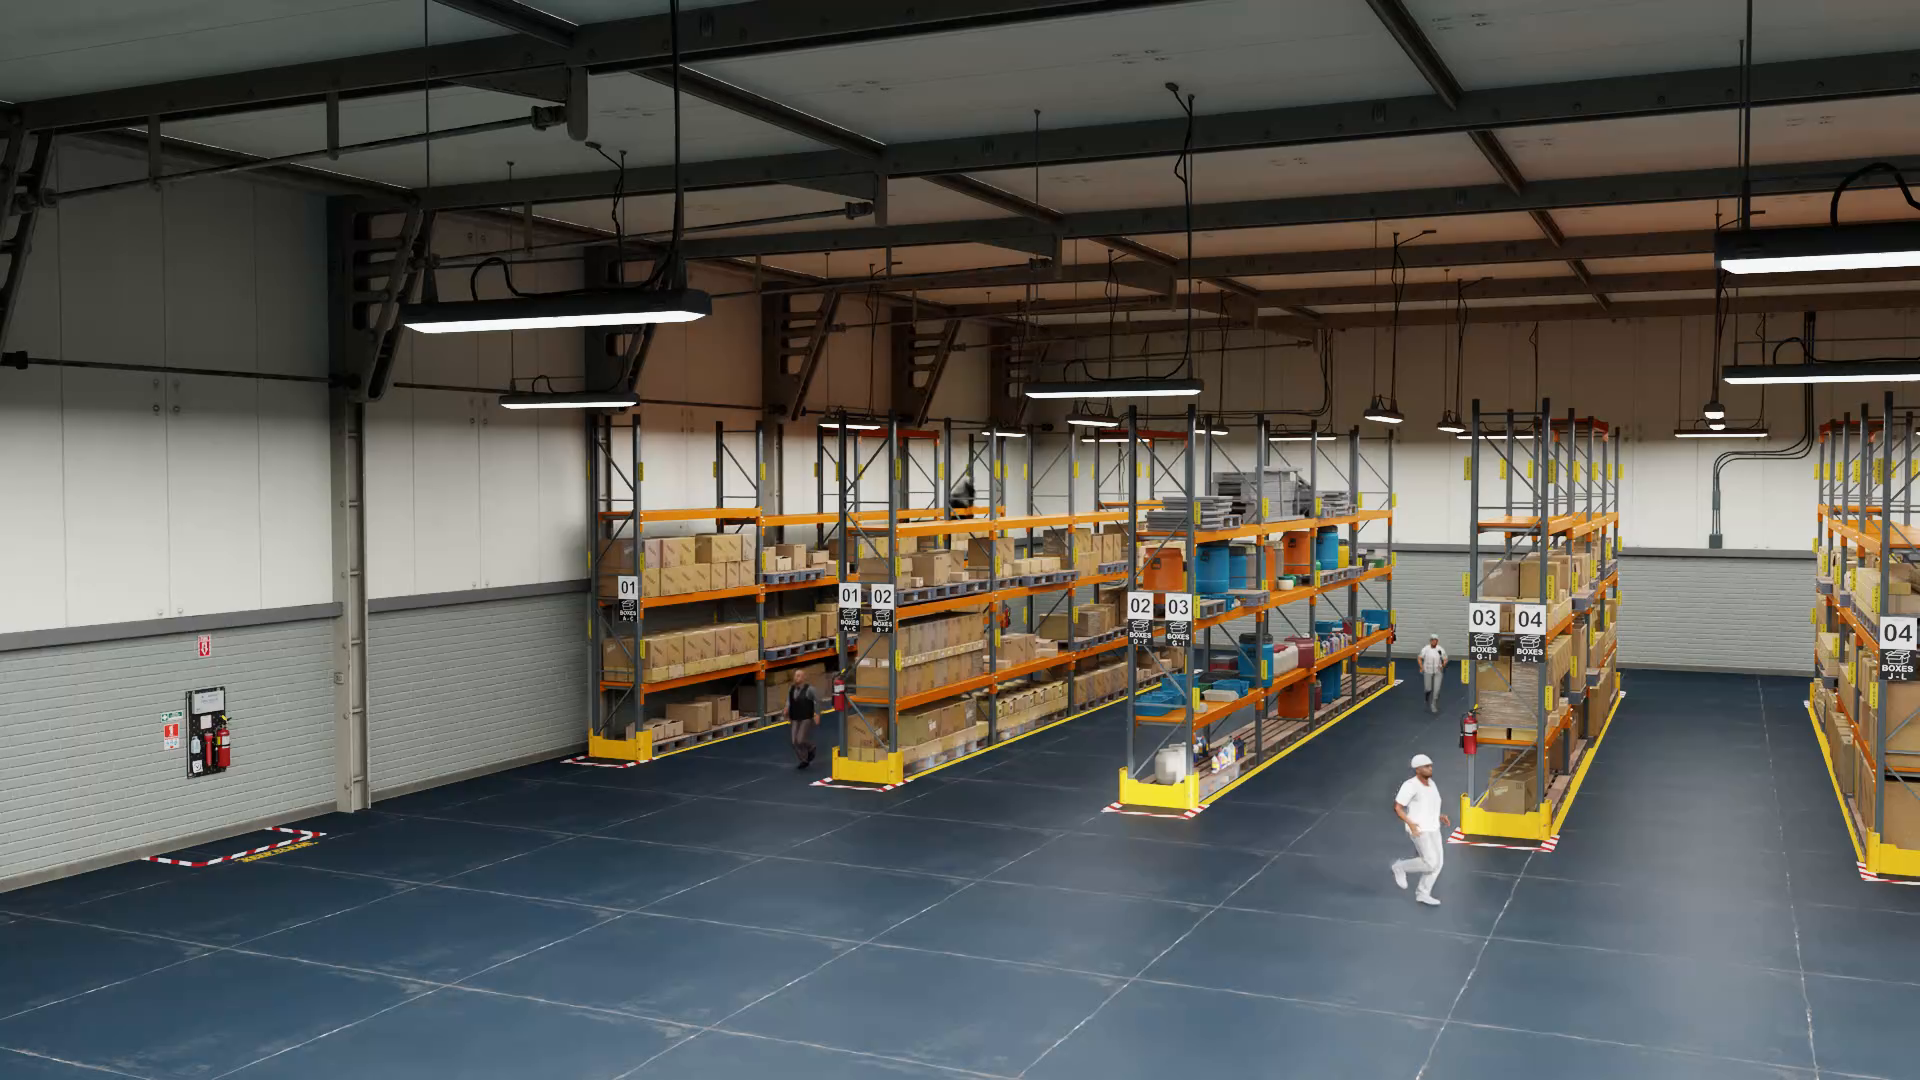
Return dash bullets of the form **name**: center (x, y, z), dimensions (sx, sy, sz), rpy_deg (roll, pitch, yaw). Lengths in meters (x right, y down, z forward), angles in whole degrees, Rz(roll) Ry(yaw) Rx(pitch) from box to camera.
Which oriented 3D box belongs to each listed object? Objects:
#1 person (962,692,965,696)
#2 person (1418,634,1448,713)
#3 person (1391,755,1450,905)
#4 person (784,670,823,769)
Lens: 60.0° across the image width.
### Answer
- **person**: center (-0.088, 2.764, 34.084), dimensions (0.596, 1.656, 0.715), rpy_deg (1, 3, 27)
- **person**: center (9.852, 2.775, 34.630), dimensions (0.608, 1.622, 0.549), rpy_deg (1, 2, 12)
- **person**: center (5.348, 3.348, 19.335), dimensions (0.702, 1.721, 0.589), rpy_deg (-2, 3, -40)
- **person**: center (-2.688, 3.023, 27.971), dimensions (0.660, 1.667, 0.573), rpy_deg (1, 3, 28)
